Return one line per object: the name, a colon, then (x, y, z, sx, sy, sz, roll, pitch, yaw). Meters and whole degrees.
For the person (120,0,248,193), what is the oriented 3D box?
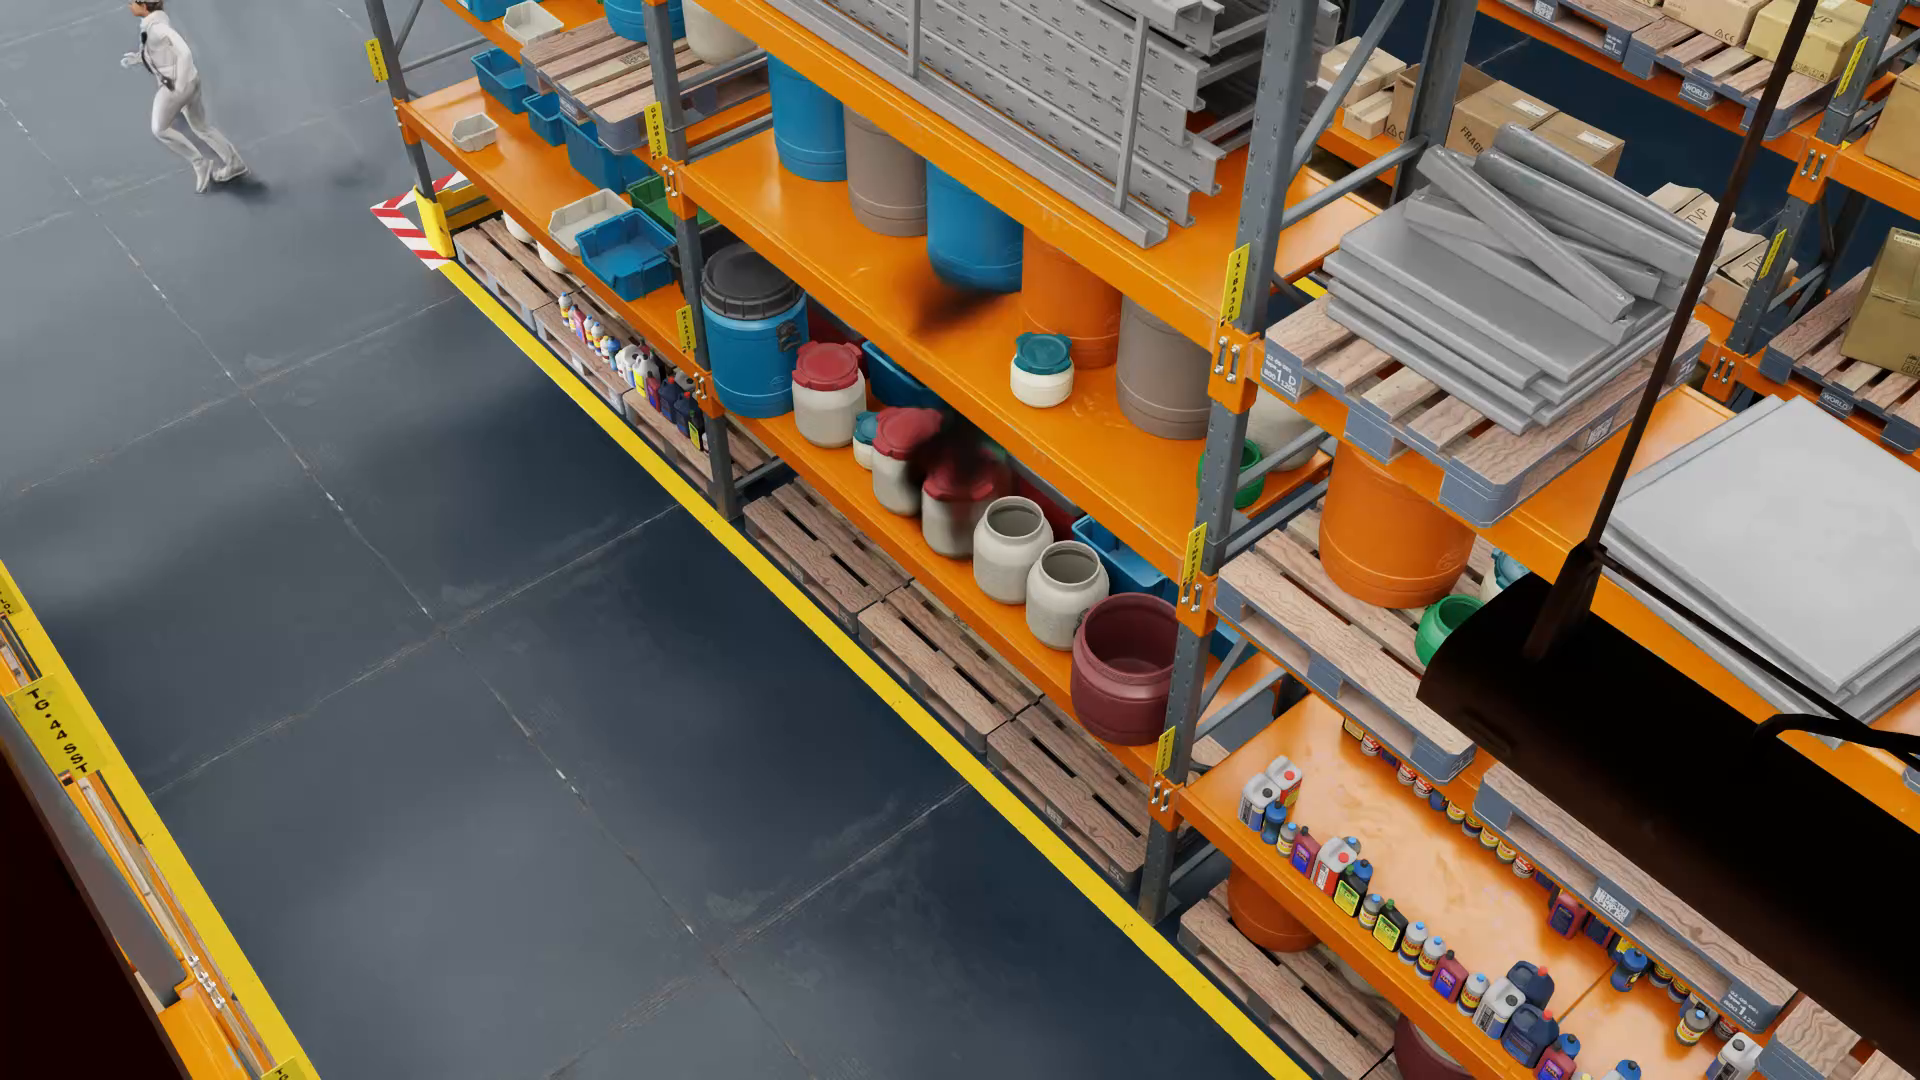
person: (-6.289, -3.643, 13.323, 0.689, 1.641, 0.673, -9, 47, -8)
